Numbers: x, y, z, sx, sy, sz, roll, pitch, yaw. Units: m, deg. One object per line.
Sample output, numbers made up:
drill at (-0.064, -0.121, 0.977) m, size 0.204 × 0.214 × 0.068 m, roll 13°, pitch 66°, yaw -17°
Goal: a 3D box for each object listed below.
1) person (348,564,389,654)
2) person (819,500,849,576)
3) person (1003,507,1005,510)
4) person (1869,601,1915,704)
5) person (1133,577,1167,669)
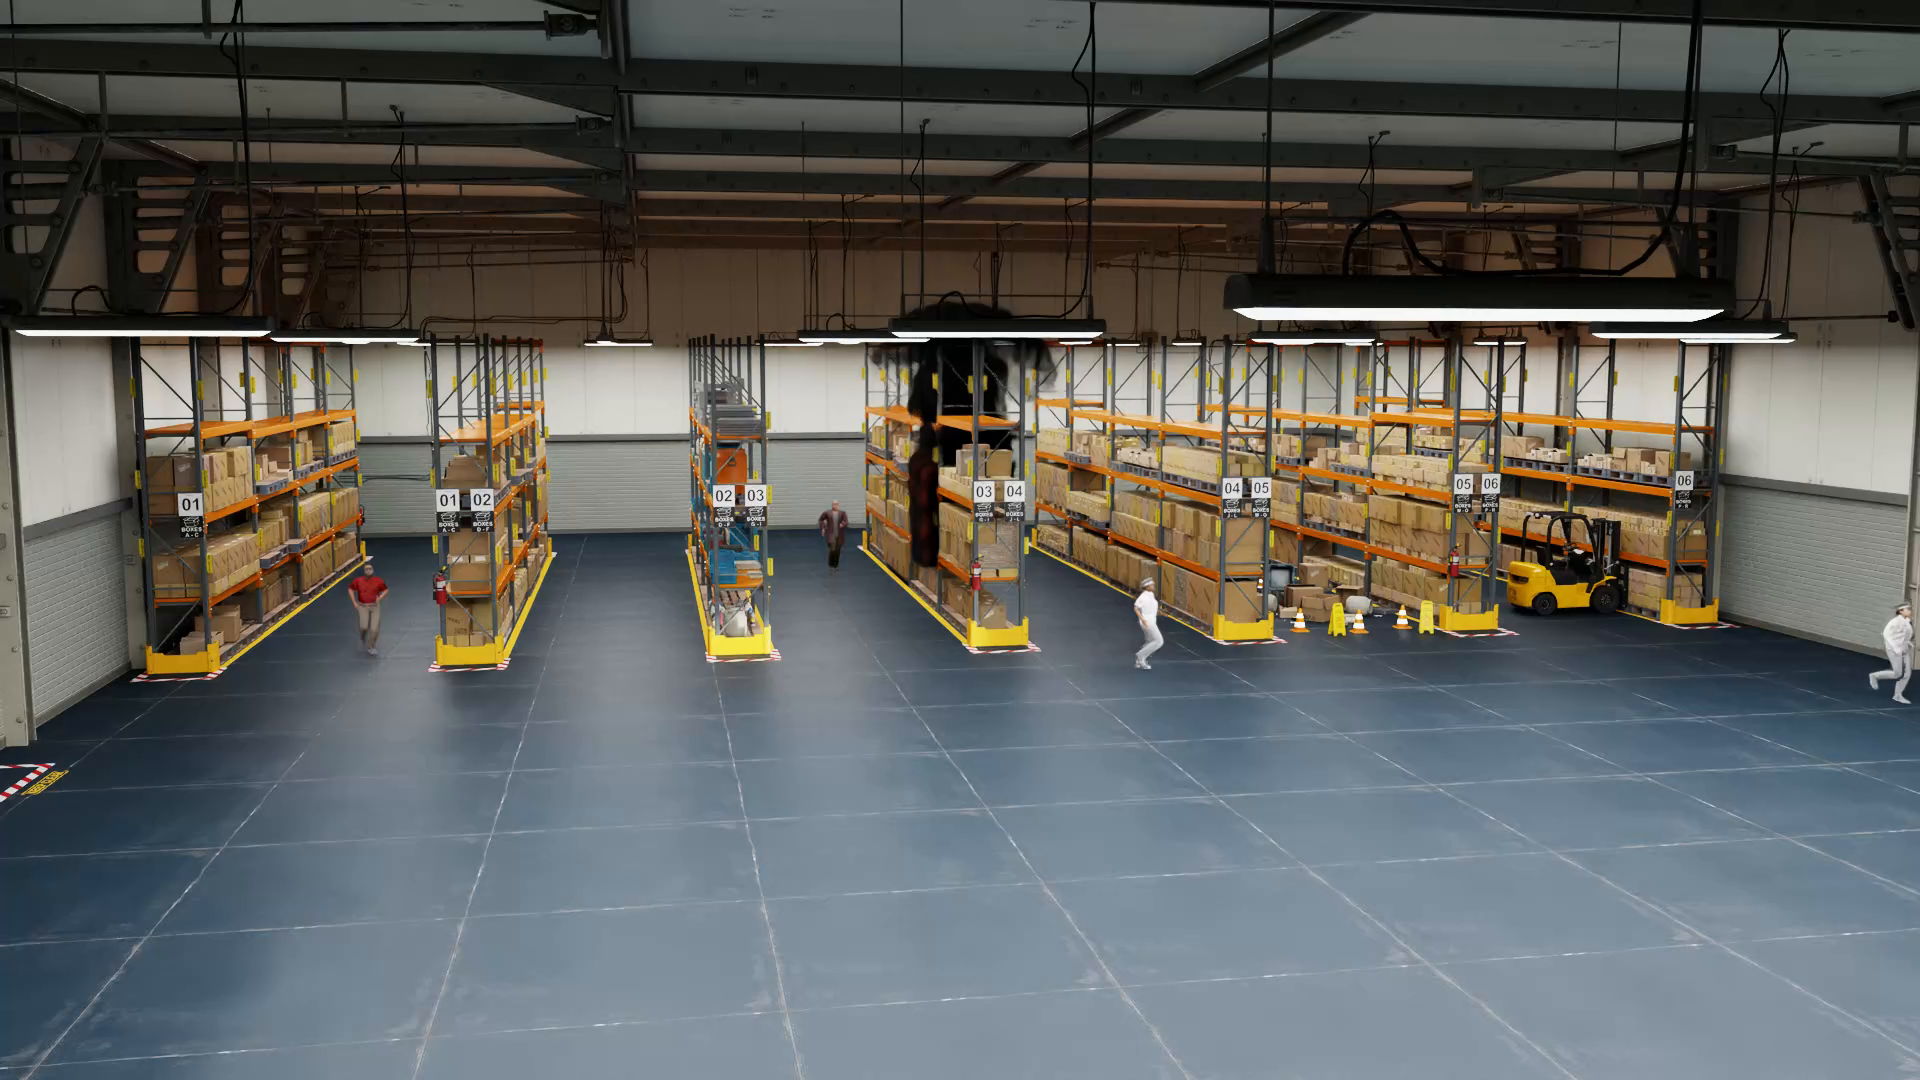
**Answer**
person at (-11.099, 1.304, 31.258) m, size 0.710 × 1.697 × 0.563 m, roll -3°, pitch 7°, yaw -21°
person at (-3.033, -0.010, 40.434) m, size 0.682 × 1.746 × 0.737 m, roll -2°, pitch 7°, yaw -17°
person at (1.494, -0.753, 49.373) m, size 0.866 × 1.690 × 0.759 m, roll -5°, pitch 8°, yaw -35°
person at (15.291, 1.802, 27.199) m, size 0.642 × 1.669 × 0.679 m, roll -5°, pitch 8°, yaw -35°
person at (3.422, 1.487, 29.769) m, size 0.577 × 1.660 × 0.562 m, roll 2°, pitch 7°, yaw 16°
